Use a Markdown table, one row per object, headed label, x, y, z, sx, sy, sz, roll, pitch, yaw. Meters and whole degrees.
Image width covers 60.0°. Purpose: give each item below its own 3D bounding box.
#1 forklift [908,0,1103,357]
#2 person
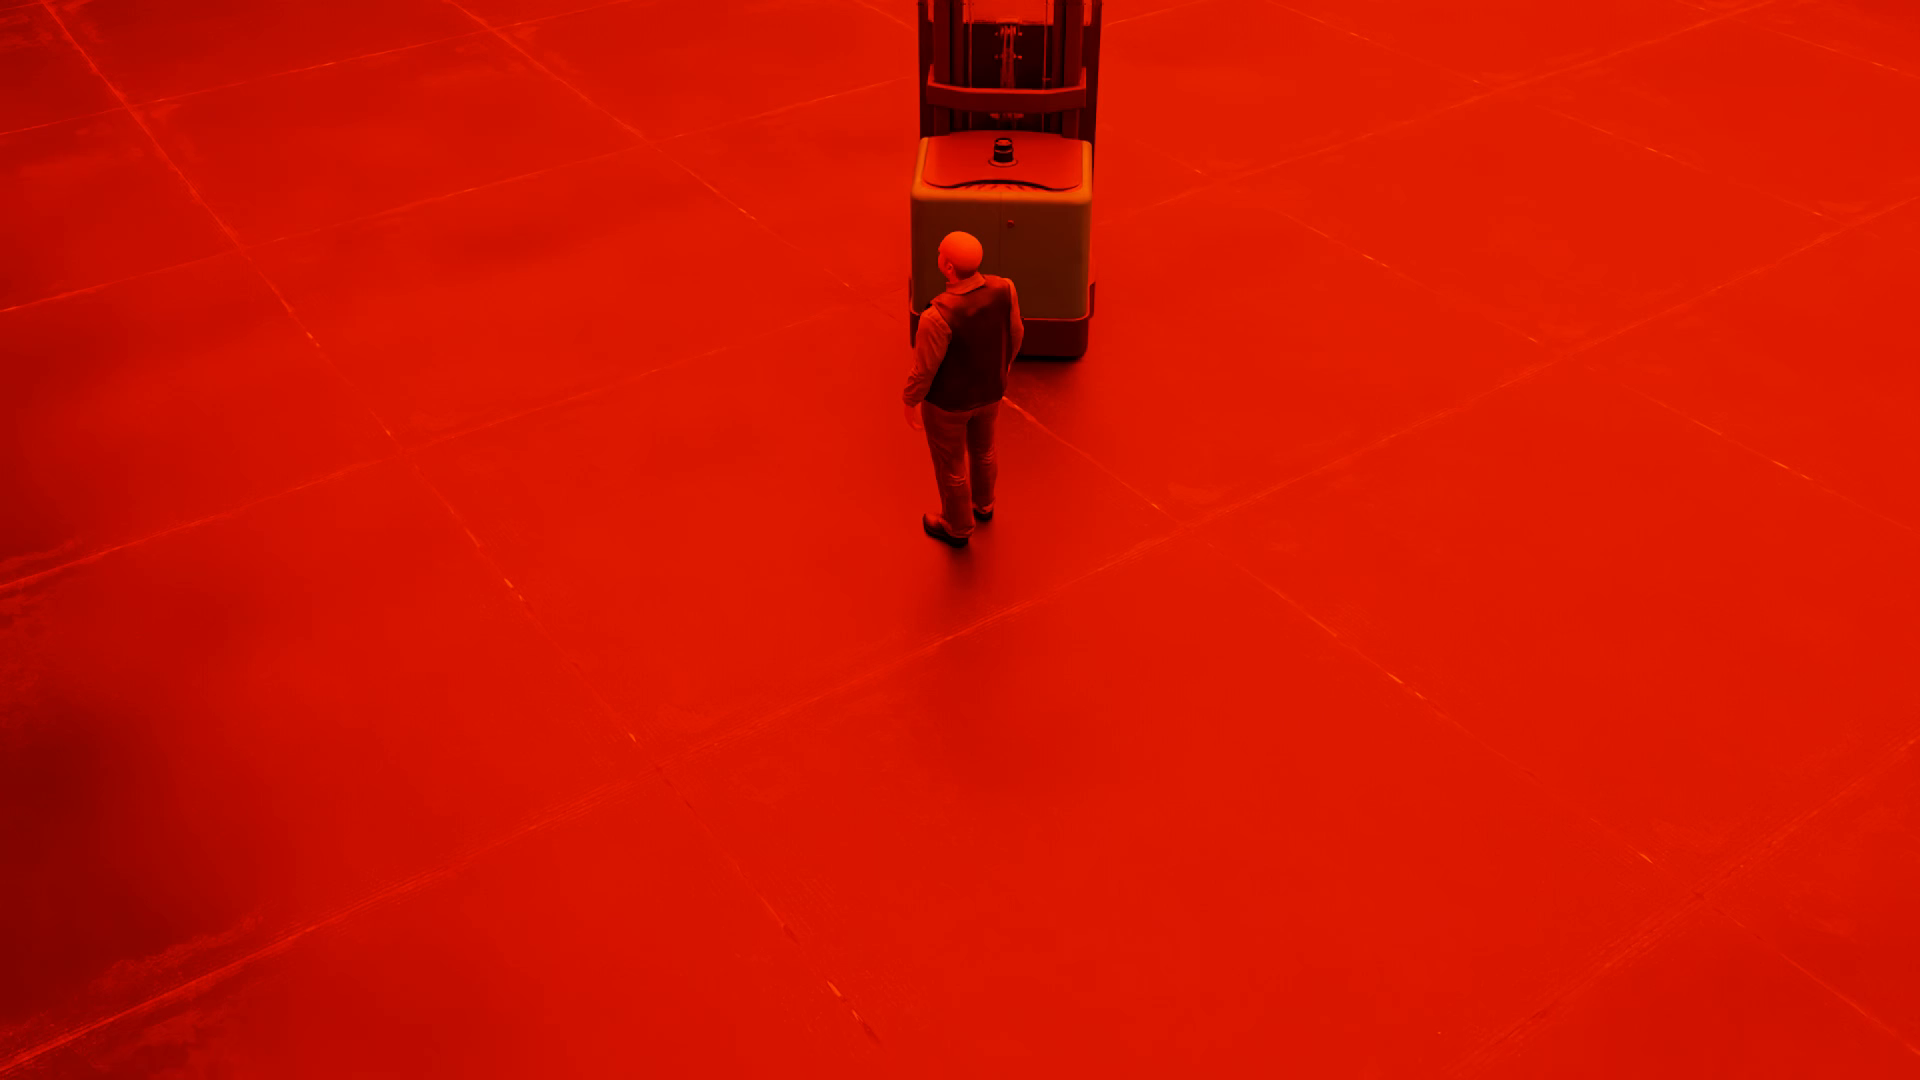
| label | x | y | z | sx | sy | sz | roll | pitch | yaw |
| --- | --- | --- | --- | --- | --- | --- | --- | --- | --- |
| forklift | 0.309 | -3.108 | 10.148 | 1.130 | 2.935 | 3.031 | 2 | 37 | 3 |
| person | -0.029 | -0.731 | 7.938 | 0.632 | 1.720 | 0.568 | -23 | 42 | -28 |
